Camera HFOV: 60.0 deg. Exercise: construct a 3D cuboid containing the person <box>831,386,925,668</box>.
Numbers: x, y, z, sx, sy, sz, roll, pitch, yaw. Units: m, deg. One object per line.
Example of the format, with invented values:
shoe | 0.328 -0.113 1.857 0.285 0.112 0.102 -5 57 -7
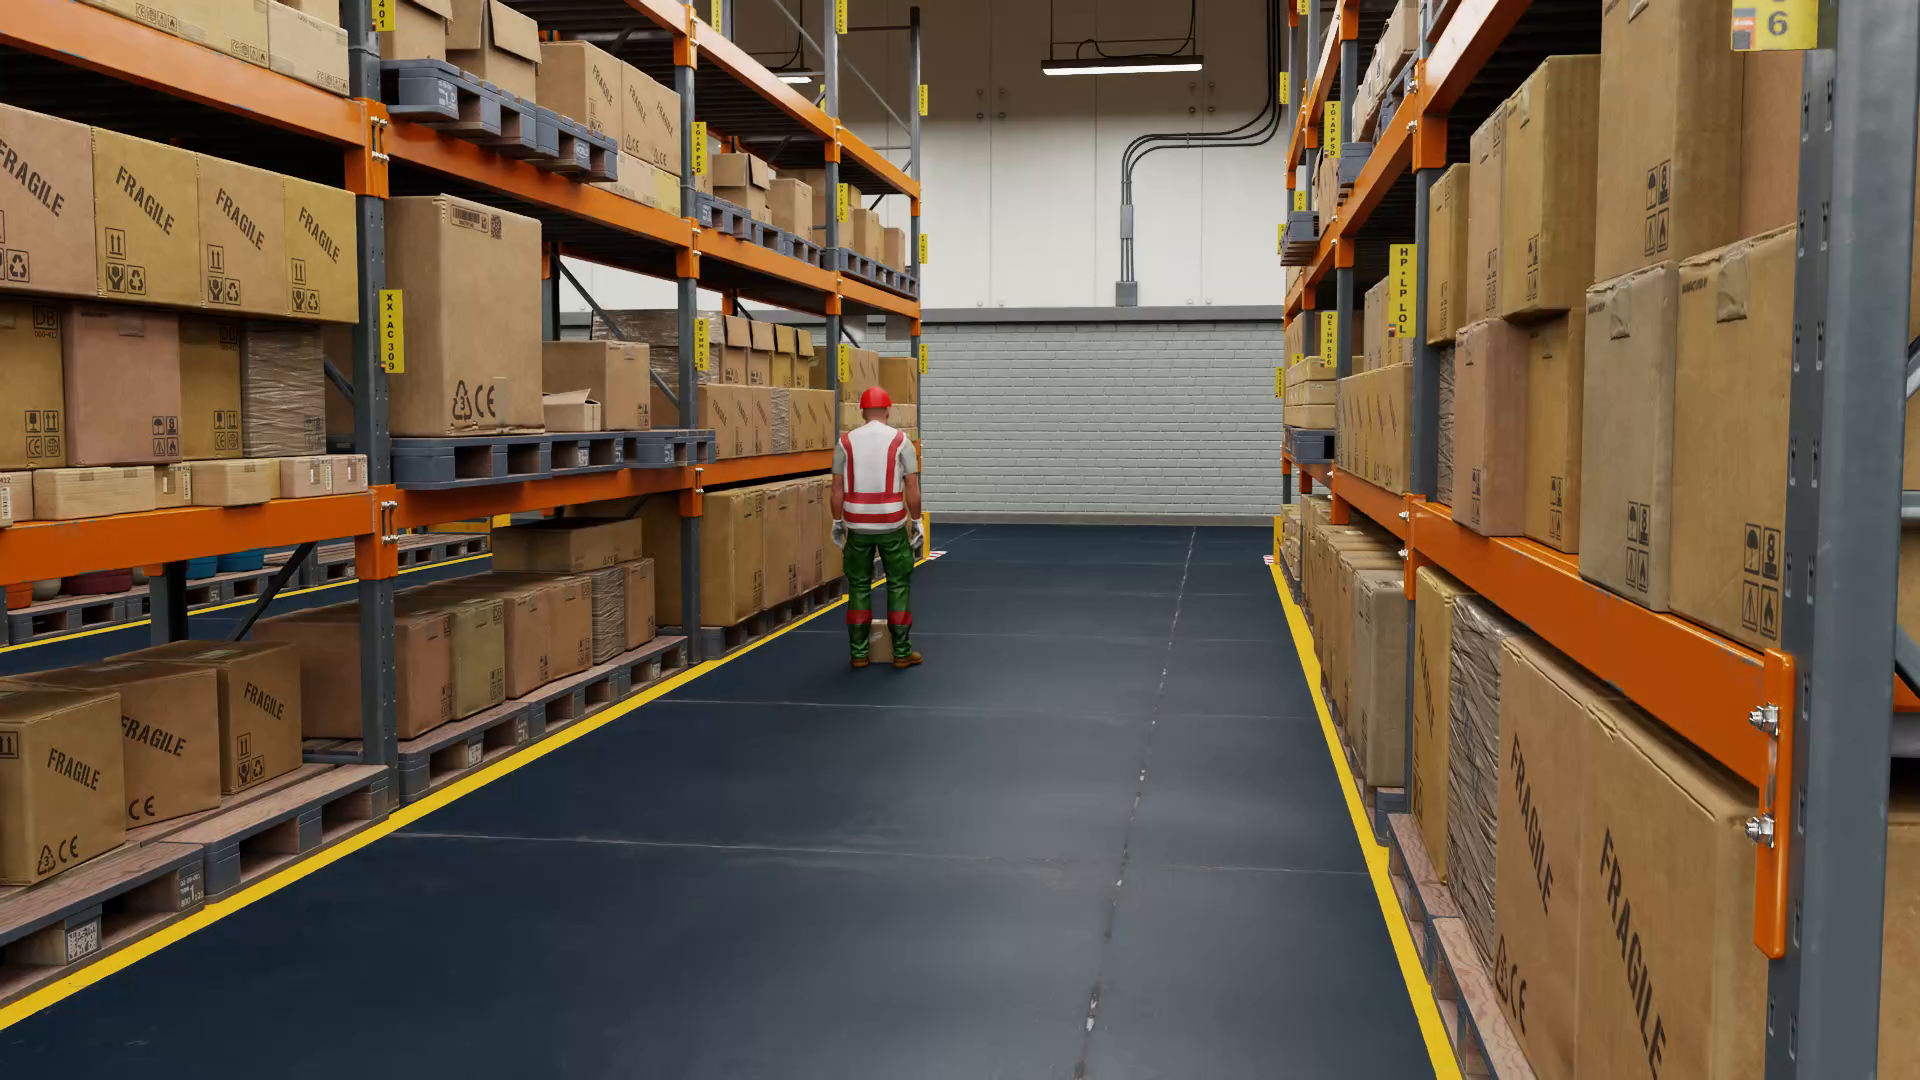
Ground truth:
person | -0.525 -0.085 10.582 0.607 1.779 0.451 1 4 8
